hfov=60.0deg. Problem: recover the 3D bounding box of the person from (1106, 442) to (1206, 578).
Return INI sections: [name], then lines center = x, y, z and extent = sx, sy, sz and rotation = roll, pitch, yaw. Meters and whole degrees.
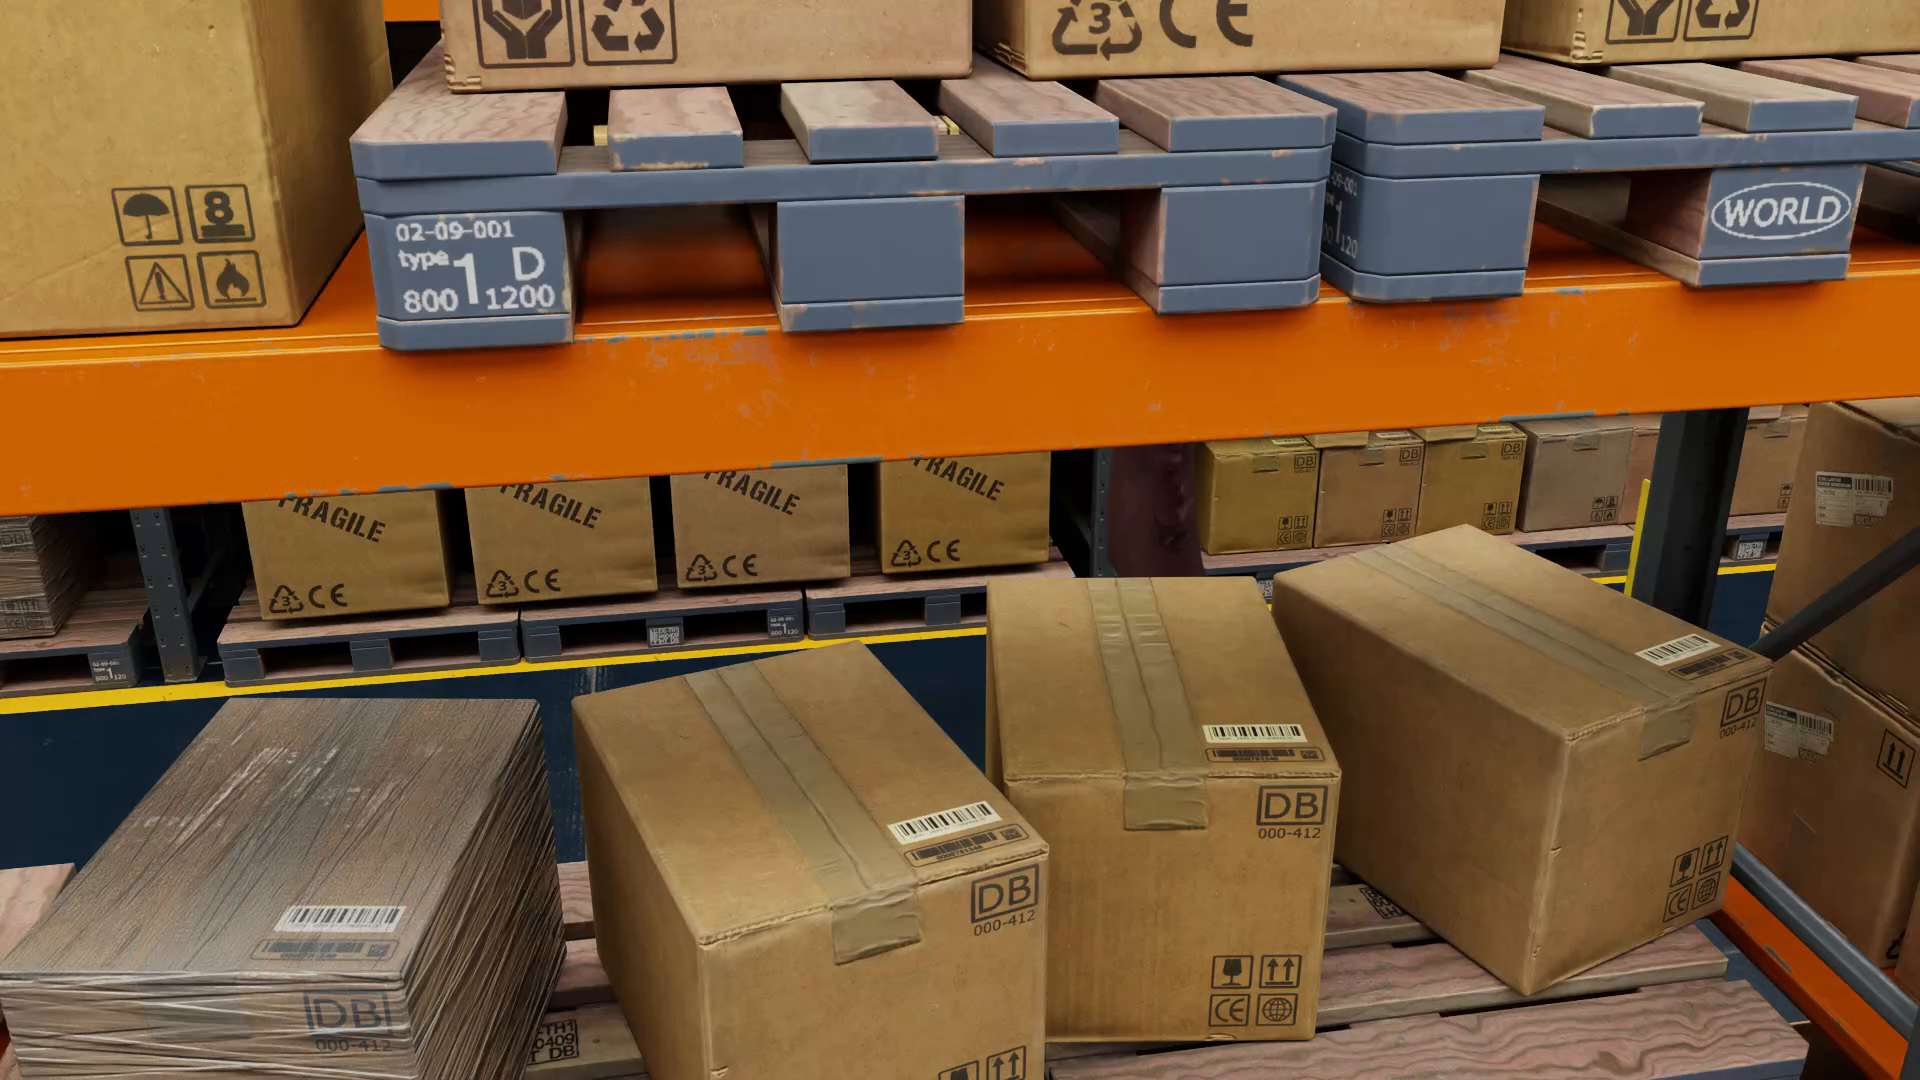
[person]
center = 0.739, -0.083, 6.379
extent = 0.378, 1.729, 0.562
rotation = -6, 24, -13
